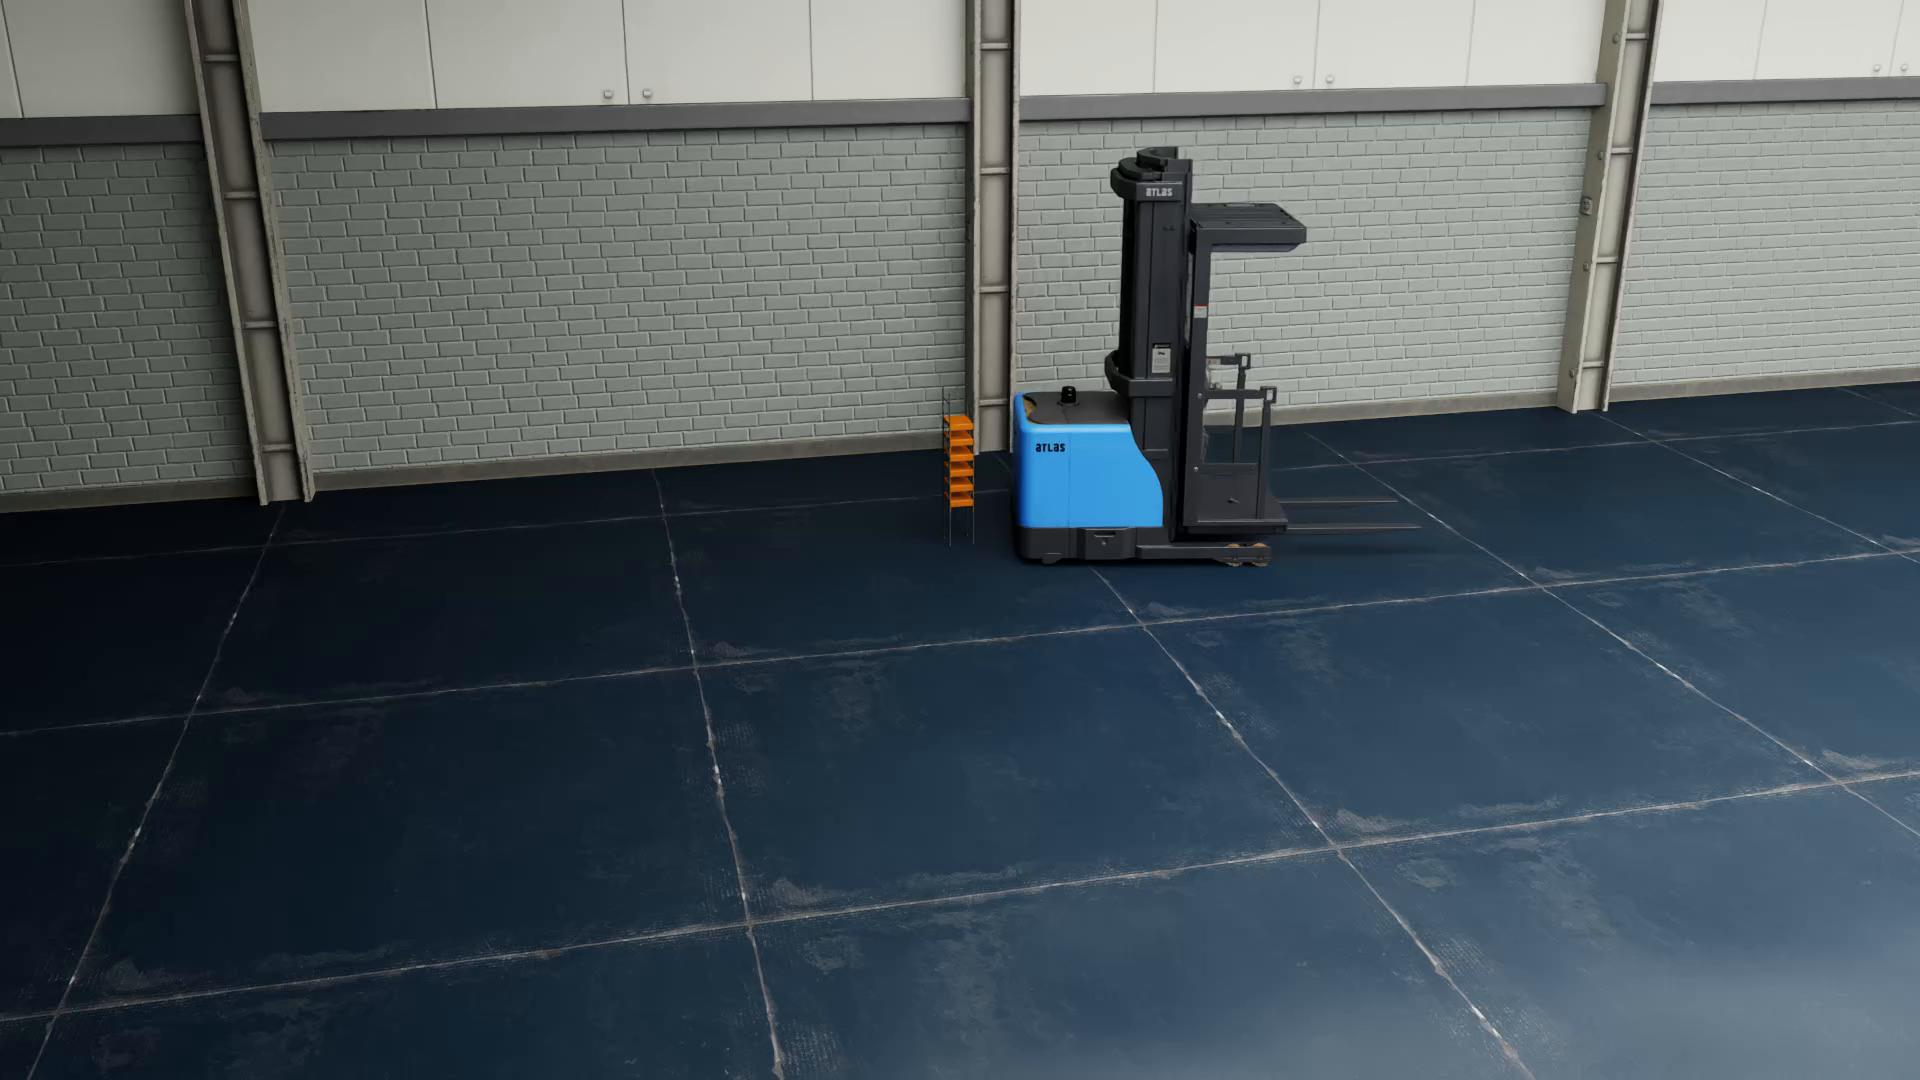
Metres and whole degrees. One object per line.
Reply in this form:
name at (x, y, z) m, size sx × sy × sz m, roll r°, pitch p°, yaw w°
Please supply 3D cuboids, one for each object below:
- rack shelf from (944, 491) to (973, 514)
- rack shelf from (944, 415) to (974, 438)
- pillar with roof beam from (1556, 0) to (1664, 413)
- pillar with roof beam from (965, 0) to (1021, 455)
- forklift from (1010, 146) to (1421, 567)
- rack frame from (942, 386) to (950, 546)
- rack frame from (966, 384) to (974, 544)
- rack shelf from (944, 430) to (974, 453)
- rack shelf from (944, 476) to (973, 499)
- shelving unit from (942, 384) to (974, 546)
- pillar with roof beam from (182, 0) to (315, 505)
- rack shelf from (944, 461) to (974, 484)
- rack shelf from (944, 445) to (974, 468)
rack shelf at (-0.014, -0.295, 12.703) m, size 0.180 × 0.103 × 0.258 m, roll -5°, pitch 21°, yaw -12°
rack shelf at (-0.014, -0.859, 12.497) m, size 0.180 × 0.103 × 0.258 m, roll -5°, pitch 21°, yaw -12°
pillar with roof beam at (7.102, -4.086, 10.886) m, size 0.400 × 9.000 × 9.100 m, roll -5°, pitch 21°, yaw -12°
pillar with roof beam at (1.263, -3.611, 9.590) m, size 0.400 × 9.000 × 9.100 m, roll -5°, pitch 21°, yaw -12°
forklift at (1.922, -1.363, 12.275) m, size 3.031 × 2.935 × 1.130 m, roll 0°, pitch 20°, yaw -1°
rack frame at (-0.103, -0.555, 12.585) m, size 0.006 × 1.200 × 0.240 m, roll -5°, pitch 21°, yaw -12°
rack frame at (0.075, -0.569, 12.625) m, size 0.006 × 1.200 × 0.240 m, roll -5°, pitch 21°, yaw -12°
rack shelf at (-0.014, -0.746, 12.538) m, size 0.180 × 0.103 × 0.258 m, roll -5°, pitch 21°, yaw -12°
rack shelf at (-0.014, -0.408, 12.662) m, size 0.180 × 0.103 × 0.258 m, roll -5°, pitch 21°, yaw -12°
shelving unit at (-0.014, -0.562, 12.605) m, size 0.189 × 1.200 × 0.258 m, roll -5°, pitch 21°, yaw -12°
pillar with roof beam at (-4.576, -3.136, 8.293) m, size 0.400 × 9.000 × 9.100 m, roll -5°, pitch 21°, yaw -12°
rack shelf at (-0.014, -0.521, 12.620) m, size 0.180 × 0.103 × 0.258 m, roll -5°, pitch 21°, yaw -12°
rack shelf at (-0.014, -0.633, 12.579) m, size 0.180 × 0.103 × 0.258 m, roll -5°, pitch 21°, yaw -12°
